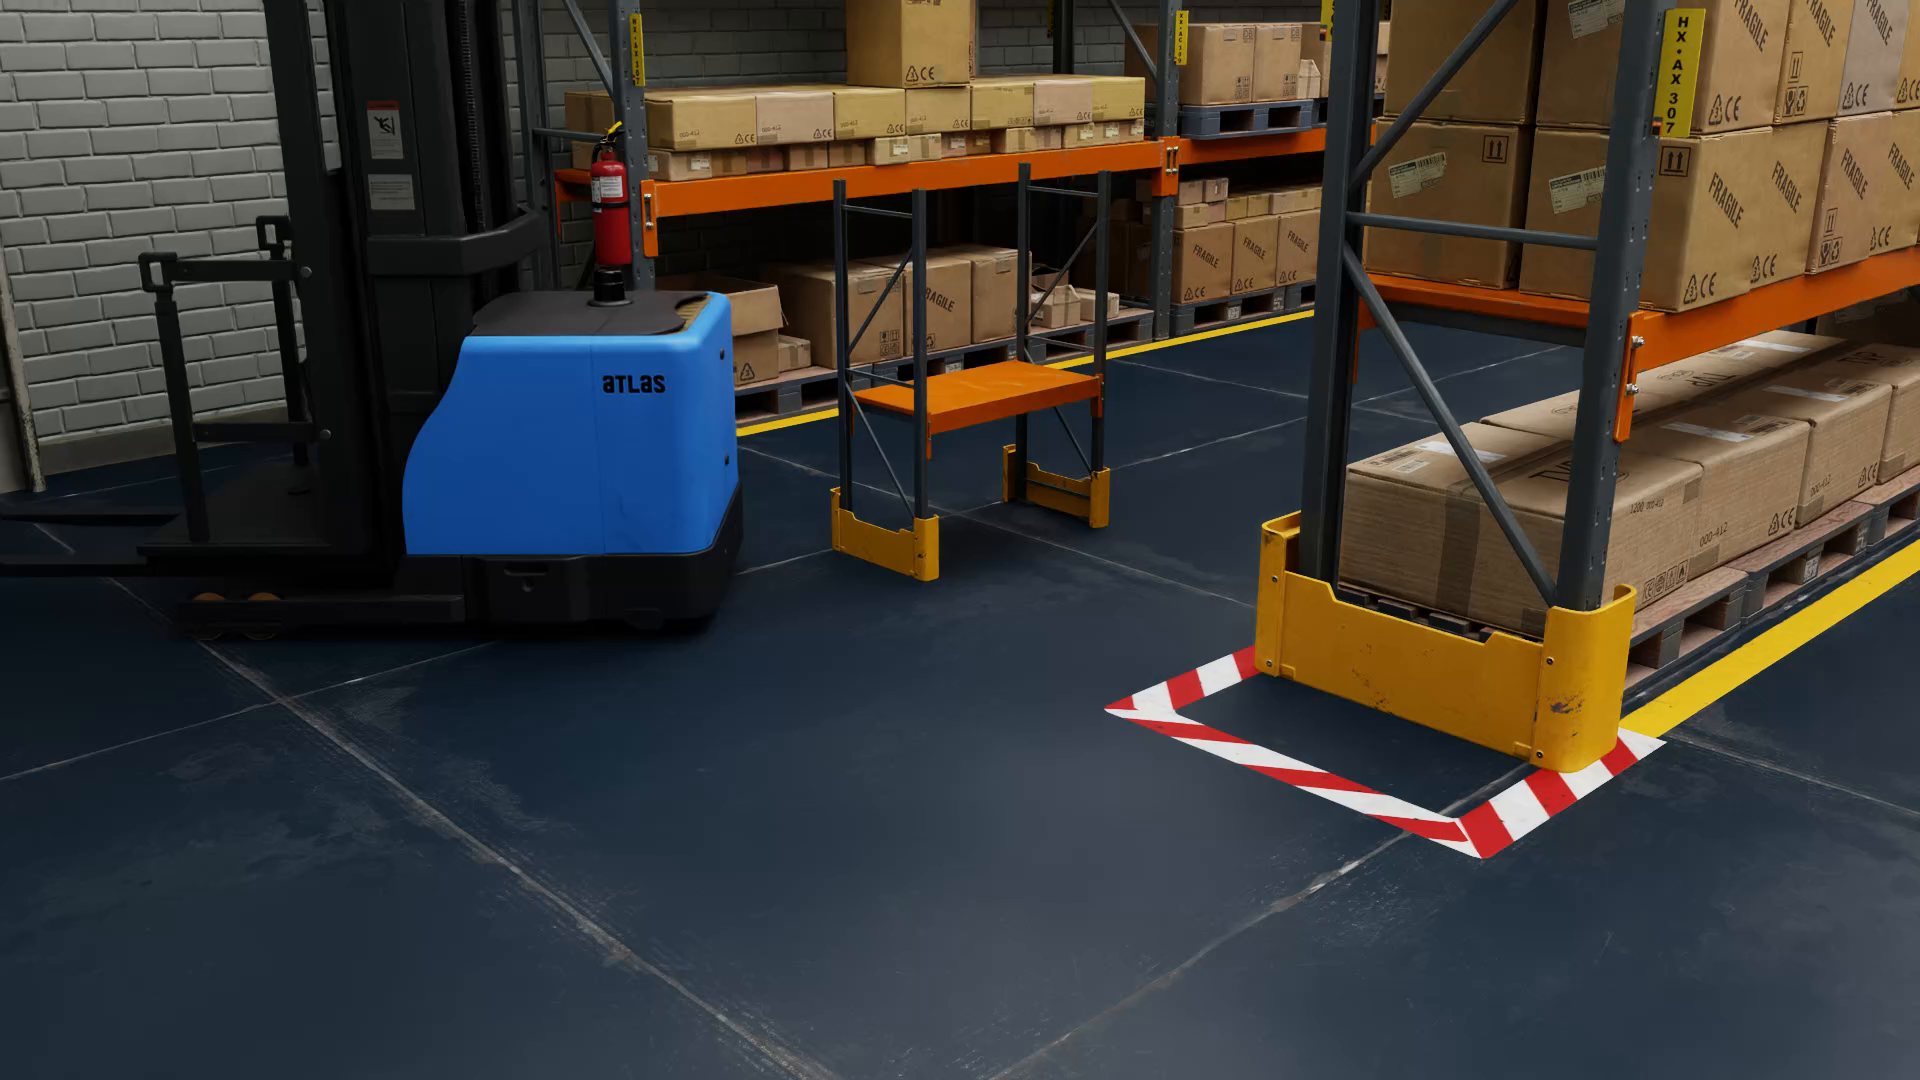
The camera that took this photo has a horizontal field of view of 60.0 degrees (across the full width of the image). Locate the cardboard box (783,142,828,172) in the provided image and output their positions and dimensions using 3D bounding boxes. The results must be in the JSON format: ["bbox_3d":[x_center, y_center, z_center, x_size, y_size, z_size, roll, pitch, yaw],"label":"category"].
[{"bbox_3d":[-0.923,-2.075,8.927,0.250,0.149,0.380,-15,23,-39],"label":"cardboard box"}]

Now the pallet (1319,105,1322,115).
[{"bbox_3d":[3.472,-3.463,13.113,1.003,0.211,1.213,-16,24,-41],"label":"pallet"}]

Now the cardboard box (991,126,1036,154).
[{"bbox_3d":[0.230,-2.392,9.906,0.250,0.149,0.380,-17,24,-42],"label":"cardboard box"}]

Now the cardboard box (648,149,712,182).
[{"bbox_3d":[-1.469,-1.907,8.410,0.250,0.149,0.380,-16,24,-41],"label":"cardboard box"}]

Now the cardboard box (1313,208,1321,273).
[{"bbox_3d":[2.643,-2.257,12.455,0.500,0.500,0.500,17,24,42],"label":"cardboard box"}]

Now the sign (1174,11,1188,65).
[{"bbox_3d":[1.388,-3.158,10.457,0.005,0.325,0.100,-16,24,-41],"label":"sign"}]

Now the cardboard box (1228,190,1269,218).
[{"bbox_3d":[1.970,-2.396,11.831,0.250,0.149,0.380,-17,24,-42],"label":"cardboard box"}]

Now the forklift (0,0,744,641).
[{"bbox_3d":[-2.393,-1.202,5.939,3.031,2.935,1.130,0,18,-1],"label":"forklift"}]

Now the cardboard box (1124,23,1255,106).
[{"bbox_3d":[1.515,-3.166,11.042,0.500,0.500,0.700,-15,24,-39],"label":"cardboard box"}]

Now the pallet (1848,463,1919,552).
[{"bbox_3d":[3.817,-0.284,7.520,1.213,0.211,1.003,-16,24,-41],"label":"pallet"}]

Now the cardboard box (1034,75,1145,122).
[{"bbox_3d":[0.807,-2.774,10.437,0.500,0.250,0.500,-15,24,-39],"label":"cardboard box"}]

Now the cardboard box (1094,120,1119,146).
[{"bbox_3d":[0.777,-2.562,10.431,0.250,0.149,0.380,-15,24,-39],"label":"cardboard box"}]

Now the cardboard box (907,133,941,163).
[{"bbox_3d":[-0.322,-2.229,9.404,0.250,0.149,0.380,-16,24,-40],"label":"cardboard box"}]

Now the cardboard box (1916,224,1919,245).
[{"bbox_3d":[3.536,-1.426,6.358,0.500,0.500,0.500,-17,24,-42],"label":"cardboard box"}]

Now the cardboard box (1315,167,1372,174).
[{"bbox_3d":[3.112,-2.942,13.515,0.250,0.149,0.380,-15,23,-39],"label":"cardboard box"}]

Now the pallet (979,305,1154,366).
[{"bbox_3d":[0.510,-1.394,10.943,1.213,0.211,1.003,-16,24,-41],"label":"pallet"}]

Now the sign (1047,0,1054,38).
[{"bbox_3d":[0.626,-3.540,11.163,0.005,0.325,0.100,-16,24,-41],"label":"sign"}]

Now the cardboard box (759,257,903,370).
[{"bbox_3d":[-0.739,-1.310,9.533,0.500,0.500,0.700,-15,23,-39],"label":"cardboard box"}]

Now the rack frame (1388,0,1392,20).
[{"bbox_3d":[3.916,-3.714,13.575,0.127,3.000,1.000,-16,24,-41],"label":"rack frame"}]

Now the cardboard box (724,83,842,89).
[{"bbox_3d":[-1.006,-2.458,9.464,0.500,0.250,0.500,-15,23,-39],"label":"cardboard box"}]

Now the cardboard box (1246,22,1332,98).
[{"bbox_3d":[2.462,-3.442,11.893,0.500,0.500,0.700,-16,24,-41],"label":"cardboard box"}]

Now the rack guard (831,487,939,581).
[{"bbox_3d":[-0.306,-0.030,6.670,0.087,0.250,0.587,-16,24,-41],"label":"rack guard"}]

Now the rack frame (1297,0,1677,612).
[{"bbox_3d":[1.516,-0.907,4.918,0.127,3.000,1.000,-16,24,-41],"label":"rack frame"}]

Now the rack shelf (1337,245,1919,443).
[{"bbox_3d":[2.970,-0.988,6.336,4.000,0.370,1.077,-16,24,-41],"label":"rack shelf"}]

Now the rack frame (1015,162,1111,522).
[{"bbox_3d":[0.431,-0.839,7.141,0.032,1.500,0.500,-16,24,-41],"label":"rack frame"}]

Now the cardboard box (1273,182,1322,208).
[{"bbox_3d":[2.535,-2.556,12.325,0.250,0.149,0.380,-16,24,-41],"label":"cardboard box"}]

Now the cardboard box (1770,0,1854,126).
[{"bbox_3d":[2.432,-1.579,5.208,0.500,0.500,0.500,-17,25,-42],"label":"cardboard box"}]

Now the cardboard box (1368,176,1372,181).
[{"bbox_3d":[3.110,-2.715,12.815,0.250,0.149,0.380,-15,23,-39],"label":"cardboard box"}]

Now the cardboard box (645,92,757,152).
[{"bbox_3d":[-1.382,-2.124,8.434,0.500,0.250,0.500,-16,24,-41],"label":"cardboard box"}]

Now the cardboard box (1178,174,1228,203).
[{"bbox_3d":[1.609,-2.409,11.389,0.380,0.149,0.250,16,24,41],"label":"cardboard box"}]

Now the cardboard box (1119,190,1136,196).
[{"bbox_3d":[1.267,-2.385,11.797,0.250,0.149,0.380,-16,24,-41],"label":"cardboard box"}]

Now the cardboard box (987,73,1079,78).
[{"bbox_3d":[0.464,-2.892,10.801,0.500,0.250,0.500,-17,24,-41],"label":"cardboard box"}]

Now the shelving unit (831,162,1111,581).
[{"bbox_3d":[0.055,-0.730,6.803,1.083,1.500,0.587,-16,24,-41],"label":"shelving unit"}]

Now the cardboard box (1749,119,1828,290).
[{"bbox_3d":[2.411,-1.105,5.368,0.500,0.500,0.500,-17,24,-42],"label":"cardboard box"}]

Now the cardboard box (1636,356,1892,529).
[{"bbox_3d":[3.243,-0.437,6.941,0.875,0.438,0.875,17,25,42],"label":"cardboard box"}]

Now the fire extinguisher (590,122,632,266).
[{"bbox_3d":[-1.686,-1.669,8.000,0.183,0.674,0.296,-16,24,-41],"label":"fire extinguisher"}]

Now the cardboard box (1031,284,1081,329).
[{"bbox_3d":[0.547,-1.506,10.517,0.258,0.266,0.396,-15,23,-39],"label":"cardboard box"}]

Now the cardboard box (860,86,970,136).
[{"bbox_3d":[-0.293,-2.452,9.446,0.500,0.250,0.500,-17,25,-42],"label":"cardboard box"}]

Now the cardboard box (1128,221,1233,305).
[{"bbox_3d":[1.516,-1.929,11.442,0.500,0.500,0.500,-15,23,-38],"label":"cardboard box"}]

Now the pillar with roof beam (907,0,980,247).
[{"bbox_3d":[2.842,-4.809,7.228,0.400,9.000,9.100,-16,24,-41],"label":"pillar with roof beam"}]

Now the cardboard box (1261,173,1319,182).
[{"bbox_3d":[2.568,-2.768,12.980,0.250,0.149,0.380,-17,24,-42],"label":"cardboard box"}]

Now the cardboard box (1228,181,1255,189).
[{"bbox_3d":[1.990,-2.612,12.497,0.250,0.149,0.380,-16,24,-40],"label":"cardboard box"}]

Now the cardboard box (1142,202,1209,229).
[{"bbox_3d":[1.453,-2.202,11.232,0.250,0.149,0.380,-15,23,-38],"label":"cardboard box"}]

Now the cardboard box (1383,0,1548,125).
[{"bbox_3d":[1.703,-1.586,5.228,0.500,0.500,0.500,-15,23,-39],"label":"cardboard box"}]
